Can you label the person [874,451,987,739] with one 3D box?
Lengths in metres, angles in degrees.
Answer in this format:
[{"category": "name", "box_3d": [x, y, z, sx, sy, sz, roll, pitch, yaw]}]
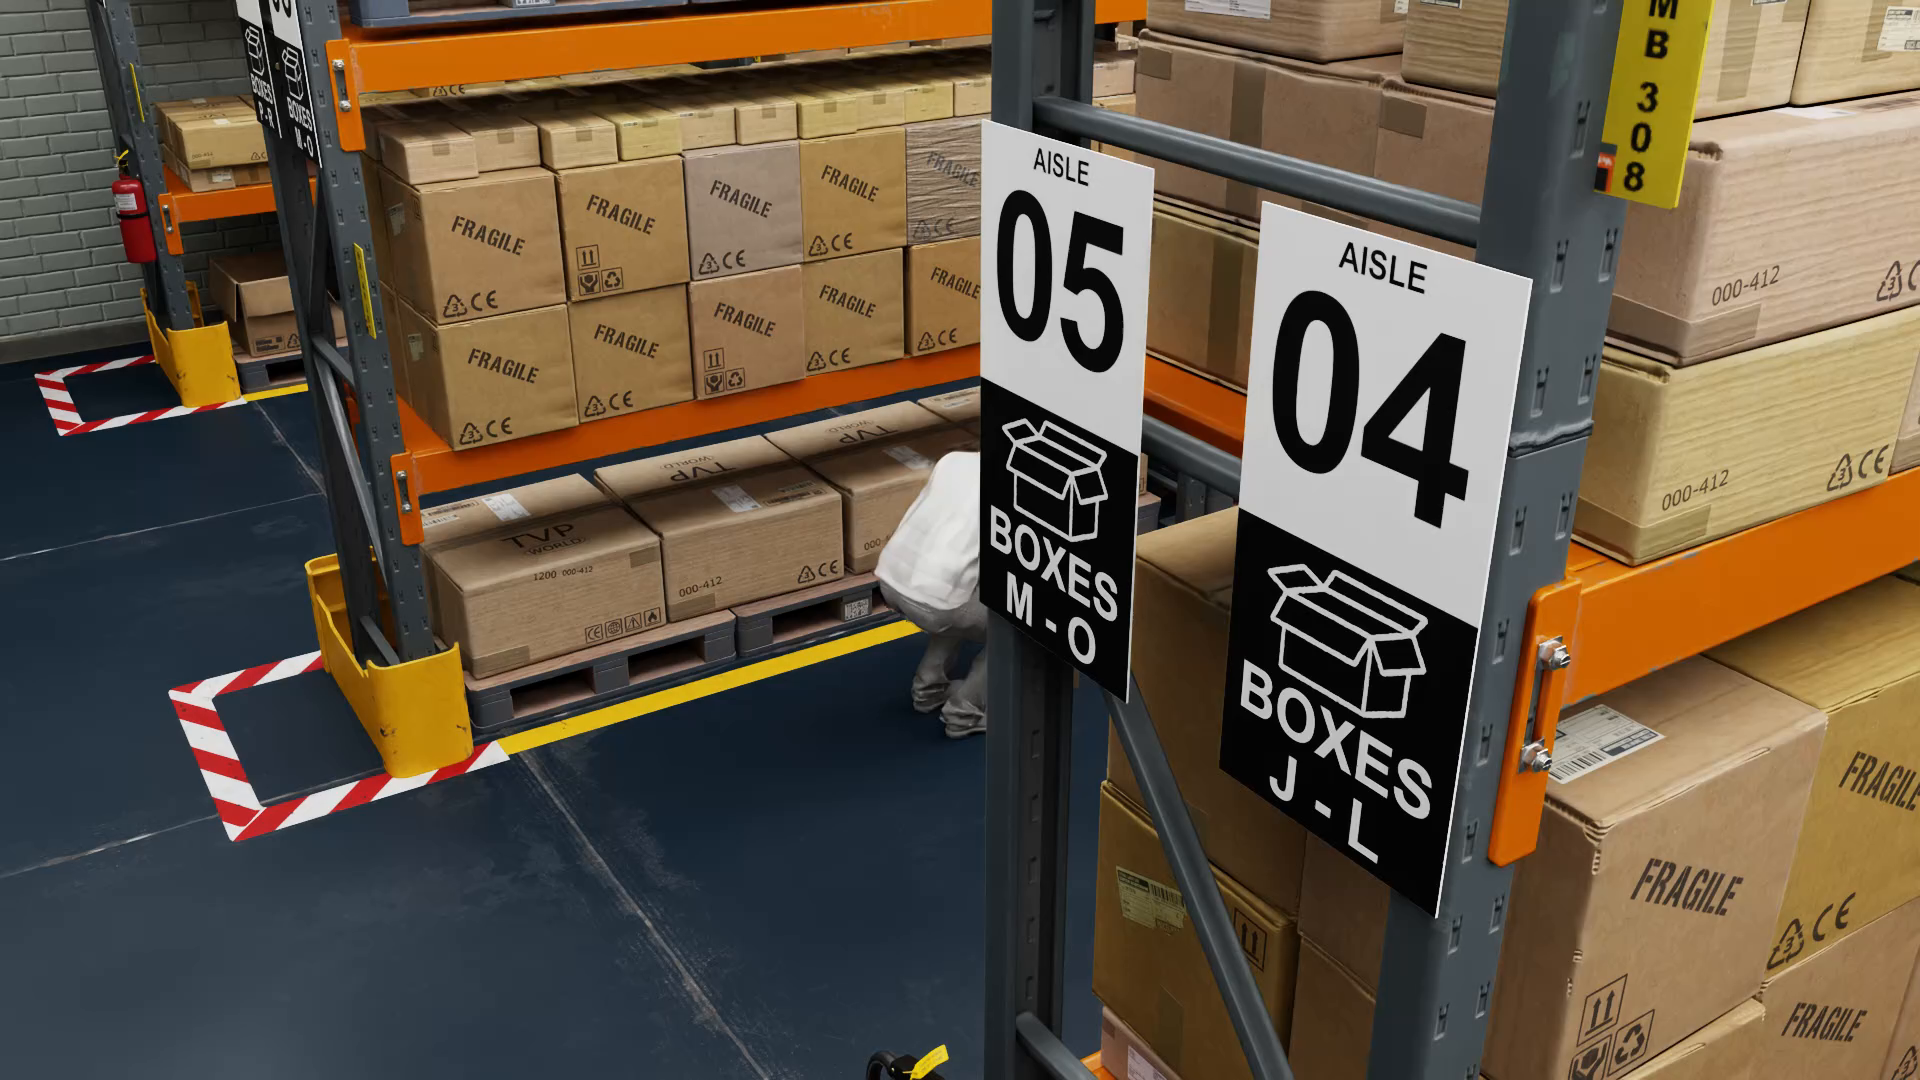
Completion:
[{"category": "person", "box_3d": [0.040, 0.131, 6.889, 0.829, 1.276, 0.583, -16, 29, -30]}]
